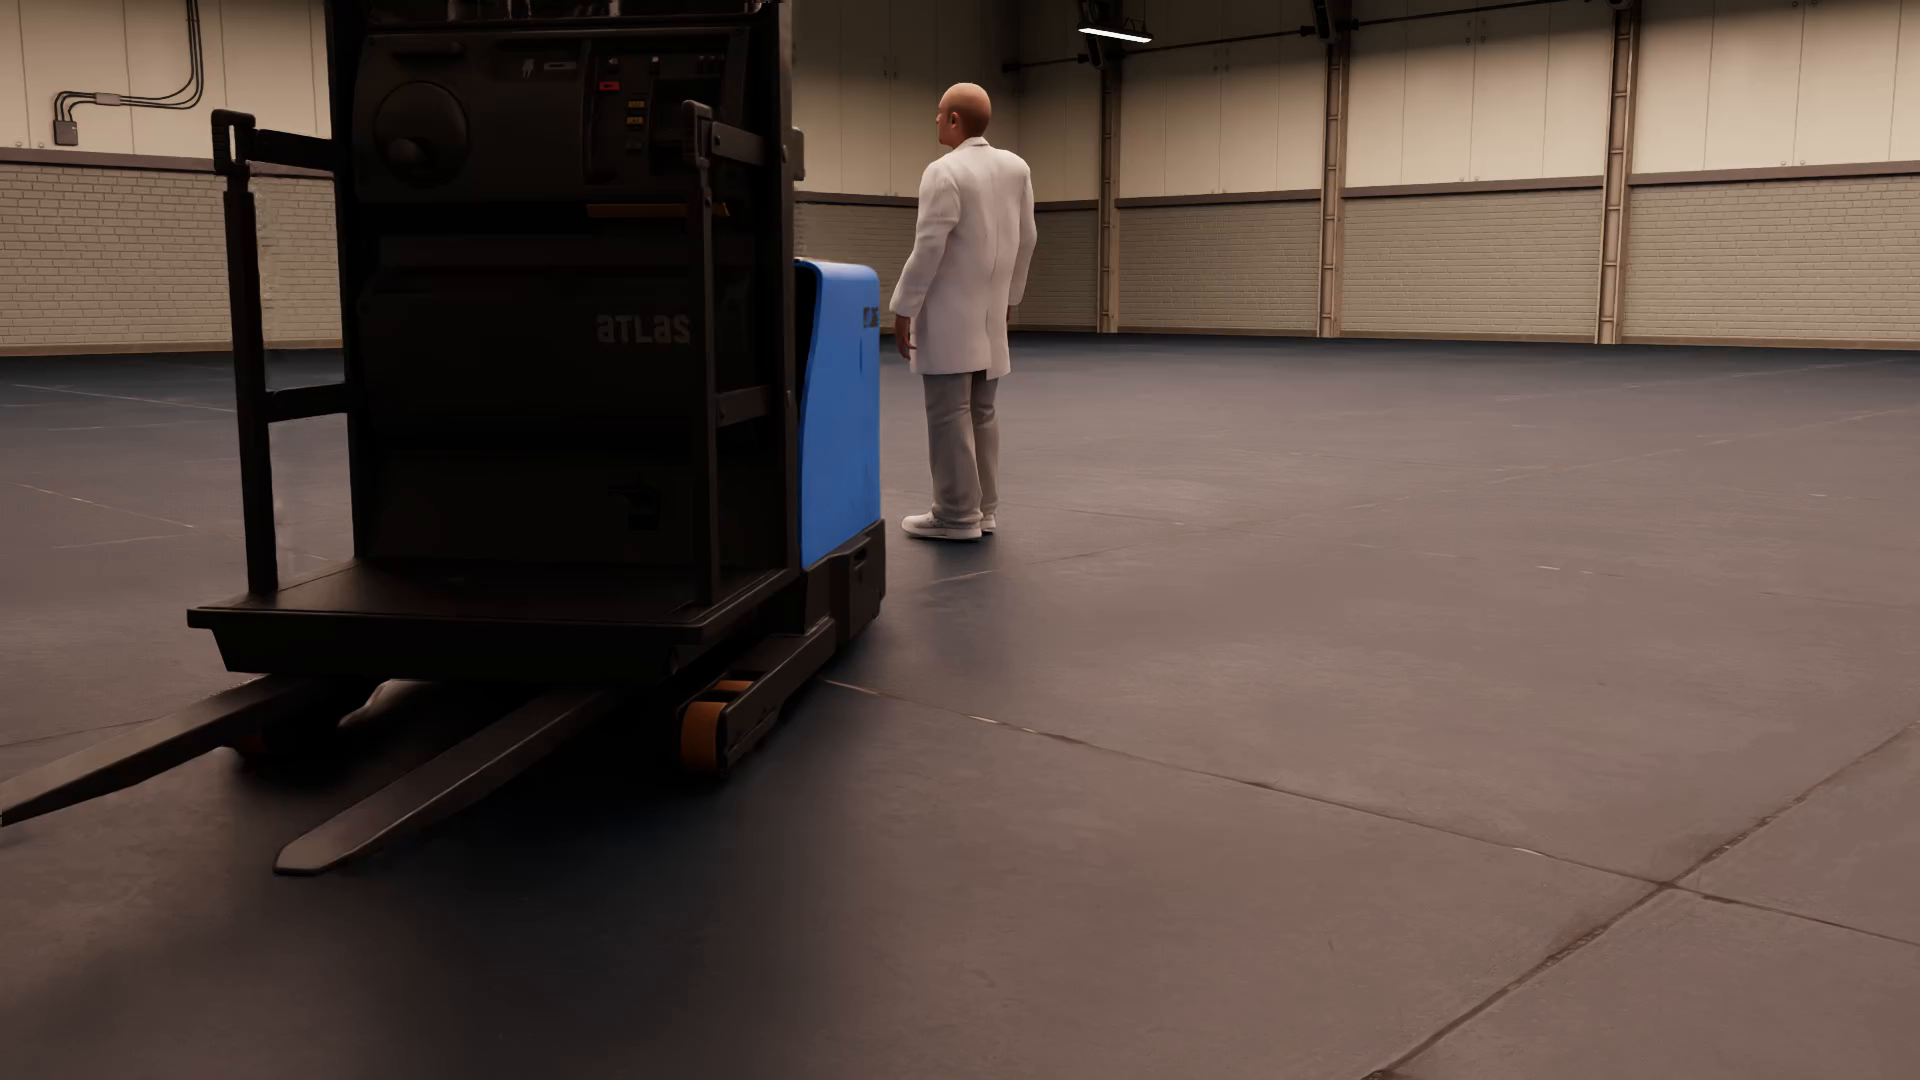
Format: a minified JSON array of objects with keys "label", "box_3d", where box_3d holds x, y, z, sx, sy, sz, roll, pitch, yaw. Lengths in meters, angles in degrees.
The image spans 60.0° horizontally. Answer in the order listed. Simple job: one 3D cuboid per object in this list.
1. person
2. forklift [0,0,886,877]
[{"label":"person","box_3d":[-0.061,-0.896,6.649,0.581,1.776,0.696,8,12,43]},{"label":"forklift","box_3d":[-0.966,-1.011,3.587,1.130,2.935,3.031,1,9,9]}]
